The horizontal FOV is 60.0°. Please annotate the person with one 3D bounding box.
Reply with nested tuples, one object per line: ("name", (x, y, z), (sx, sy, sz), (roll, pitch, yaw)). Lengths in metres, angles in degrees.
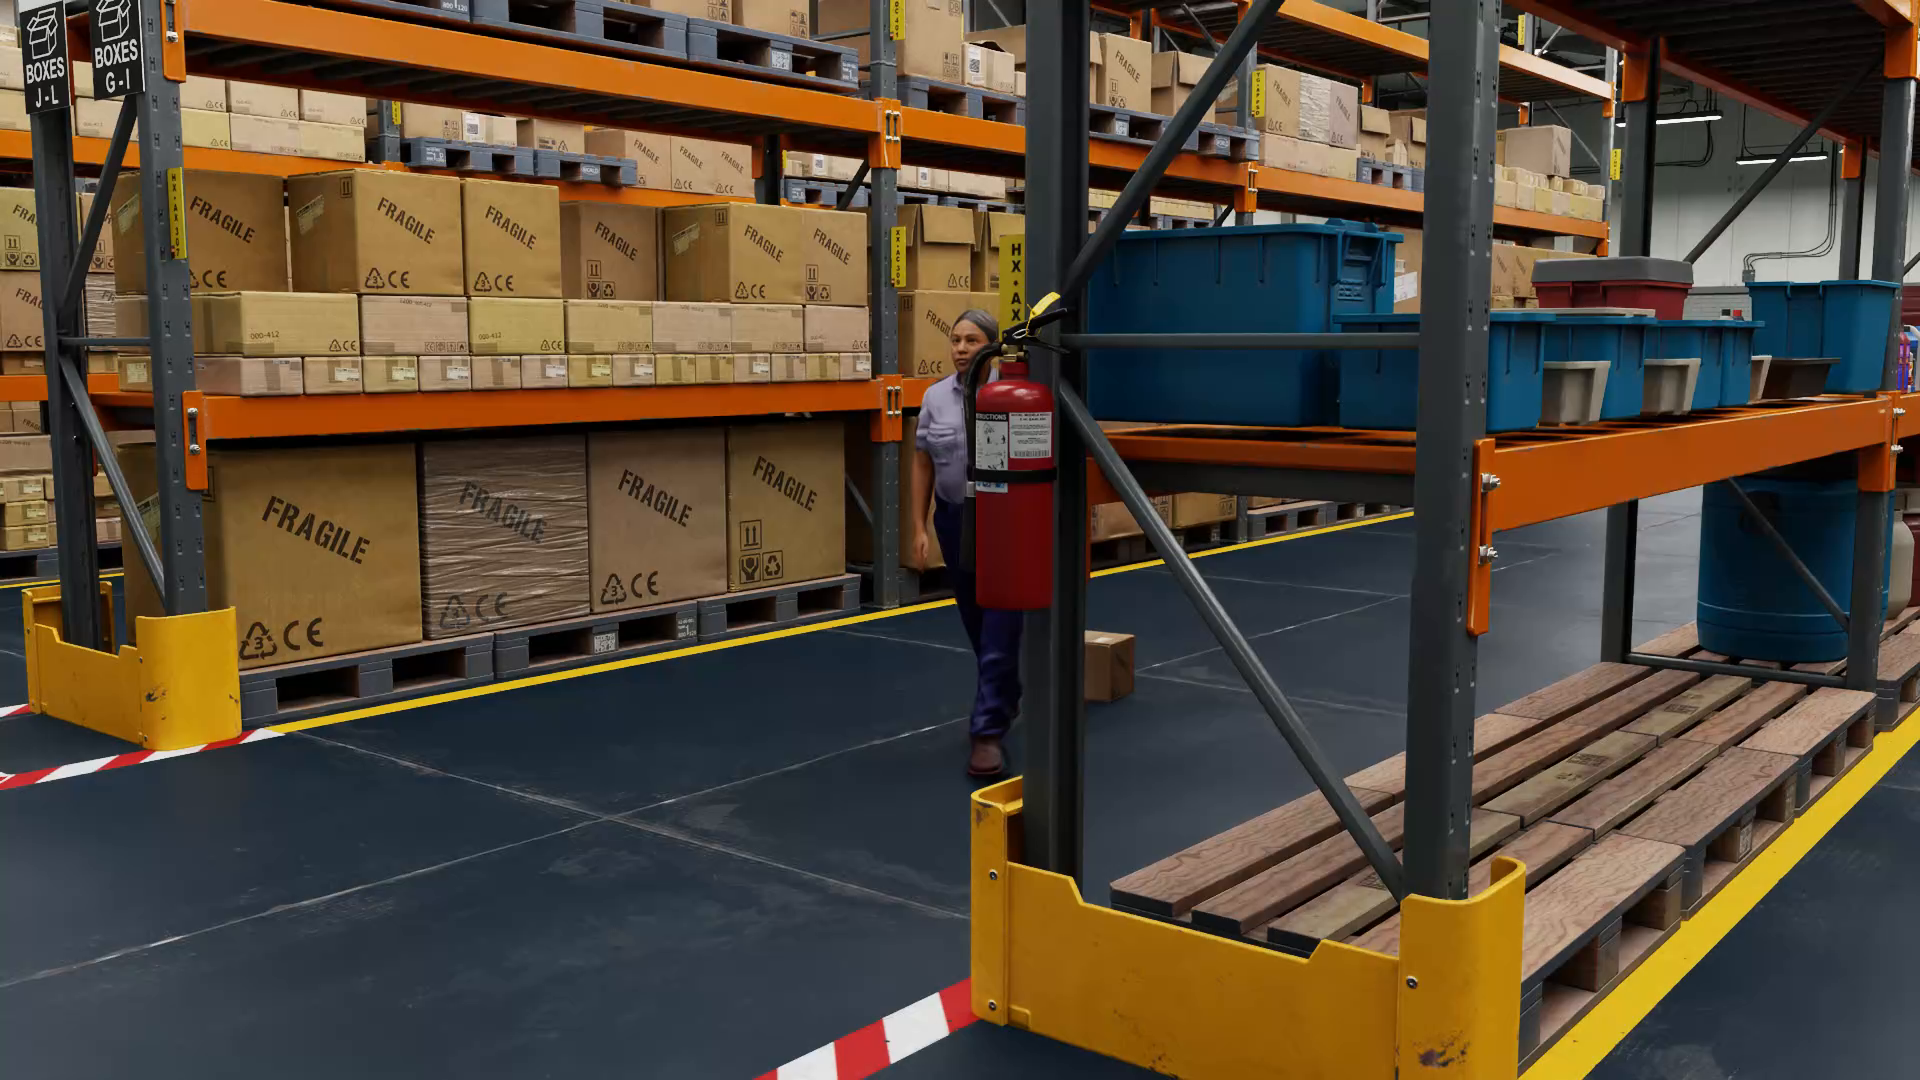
("person", (0.064, -0.035, 6.068), (0.506, 1.603, 0.892), (3, 7, 21))
